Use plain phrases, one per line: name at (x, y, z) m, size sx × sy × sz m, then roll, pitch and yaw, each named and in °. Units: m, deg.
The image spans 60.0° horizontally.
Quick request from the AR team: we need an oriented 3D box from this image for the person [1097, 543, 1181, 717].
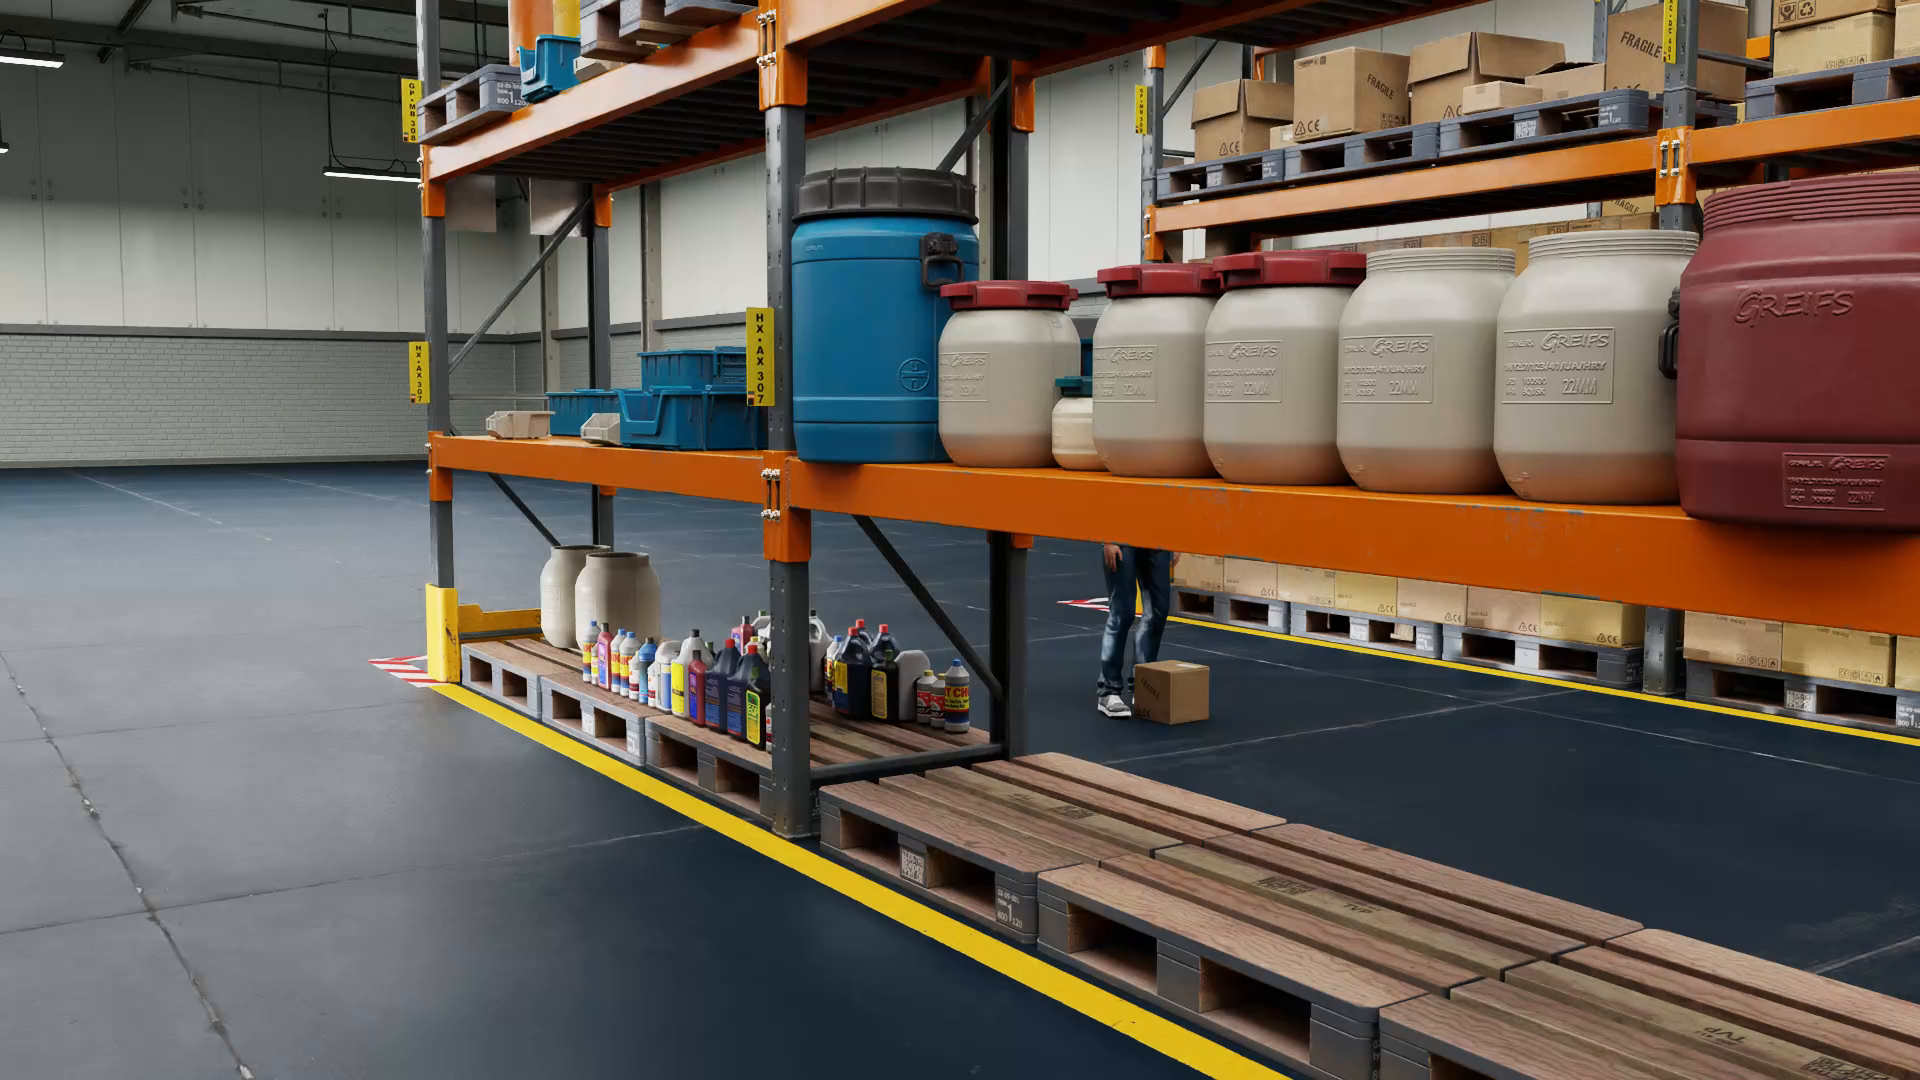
person at (0.853, 0.030, 7.957) m, size 0.461 × 1.592 × 0.343 m, roll -3°, pitch 6°, yaw -33°
